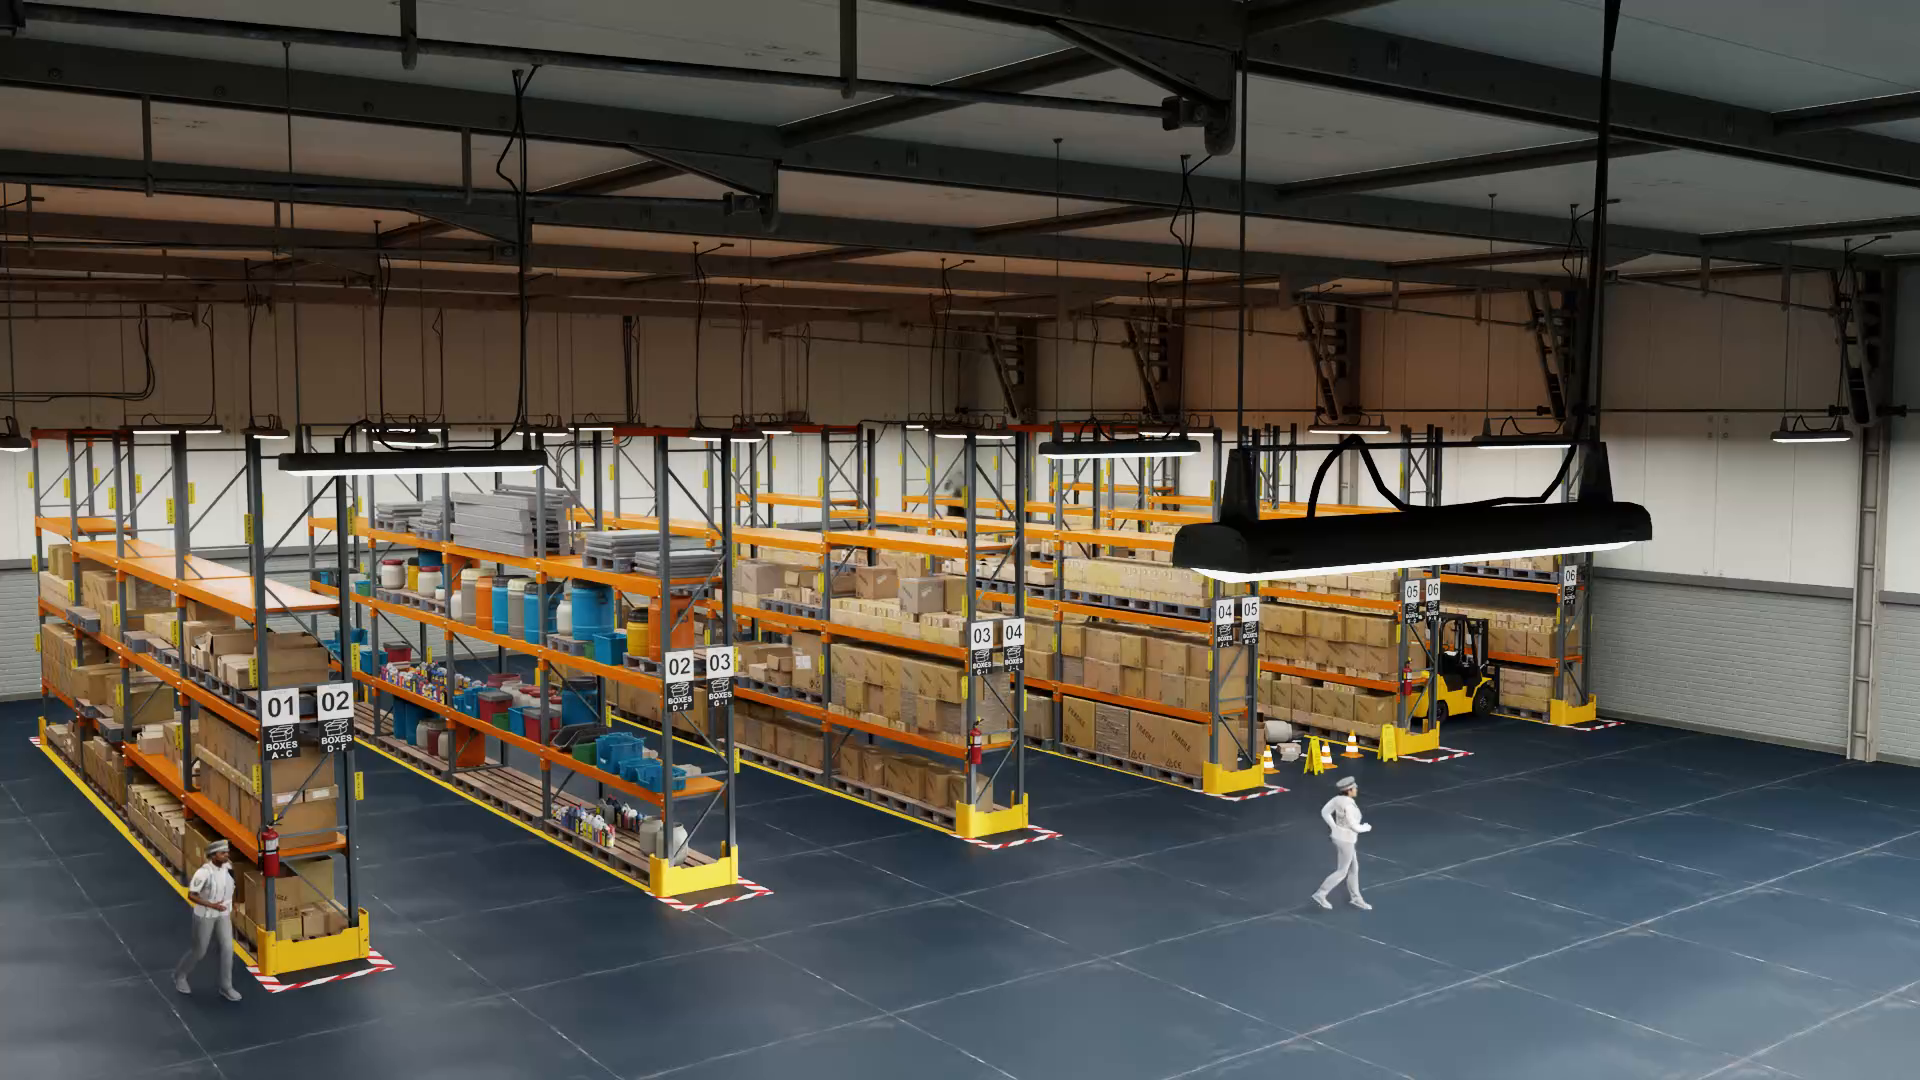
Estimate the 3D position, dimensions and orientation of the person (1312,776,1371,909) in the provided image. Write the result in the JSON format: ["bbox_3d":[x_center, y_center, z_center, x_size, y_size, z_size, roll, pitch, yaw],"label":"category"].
[{"bbox_3d":[4.827,3.836,20.984,0.818,1.727,0.630,-1,5,-7],"label":"person"}]

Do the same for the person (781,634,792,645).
[{"bbox_3d":[-4.304,2.106,42.600,0.892,1.788,0.670,-2,5,-28],"label":"person"}]

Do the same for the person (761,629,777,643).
[{"bbox_3d":[-4.666,2.280,41.886,0.679,1.610,0.660,1,5,12],"label":"person"}]

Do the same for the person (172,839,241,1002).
[{"bbox_3d":[-8.053,4.075,17.998,0.828,1.698,0.633,2,5,29],"label":"person"}]
